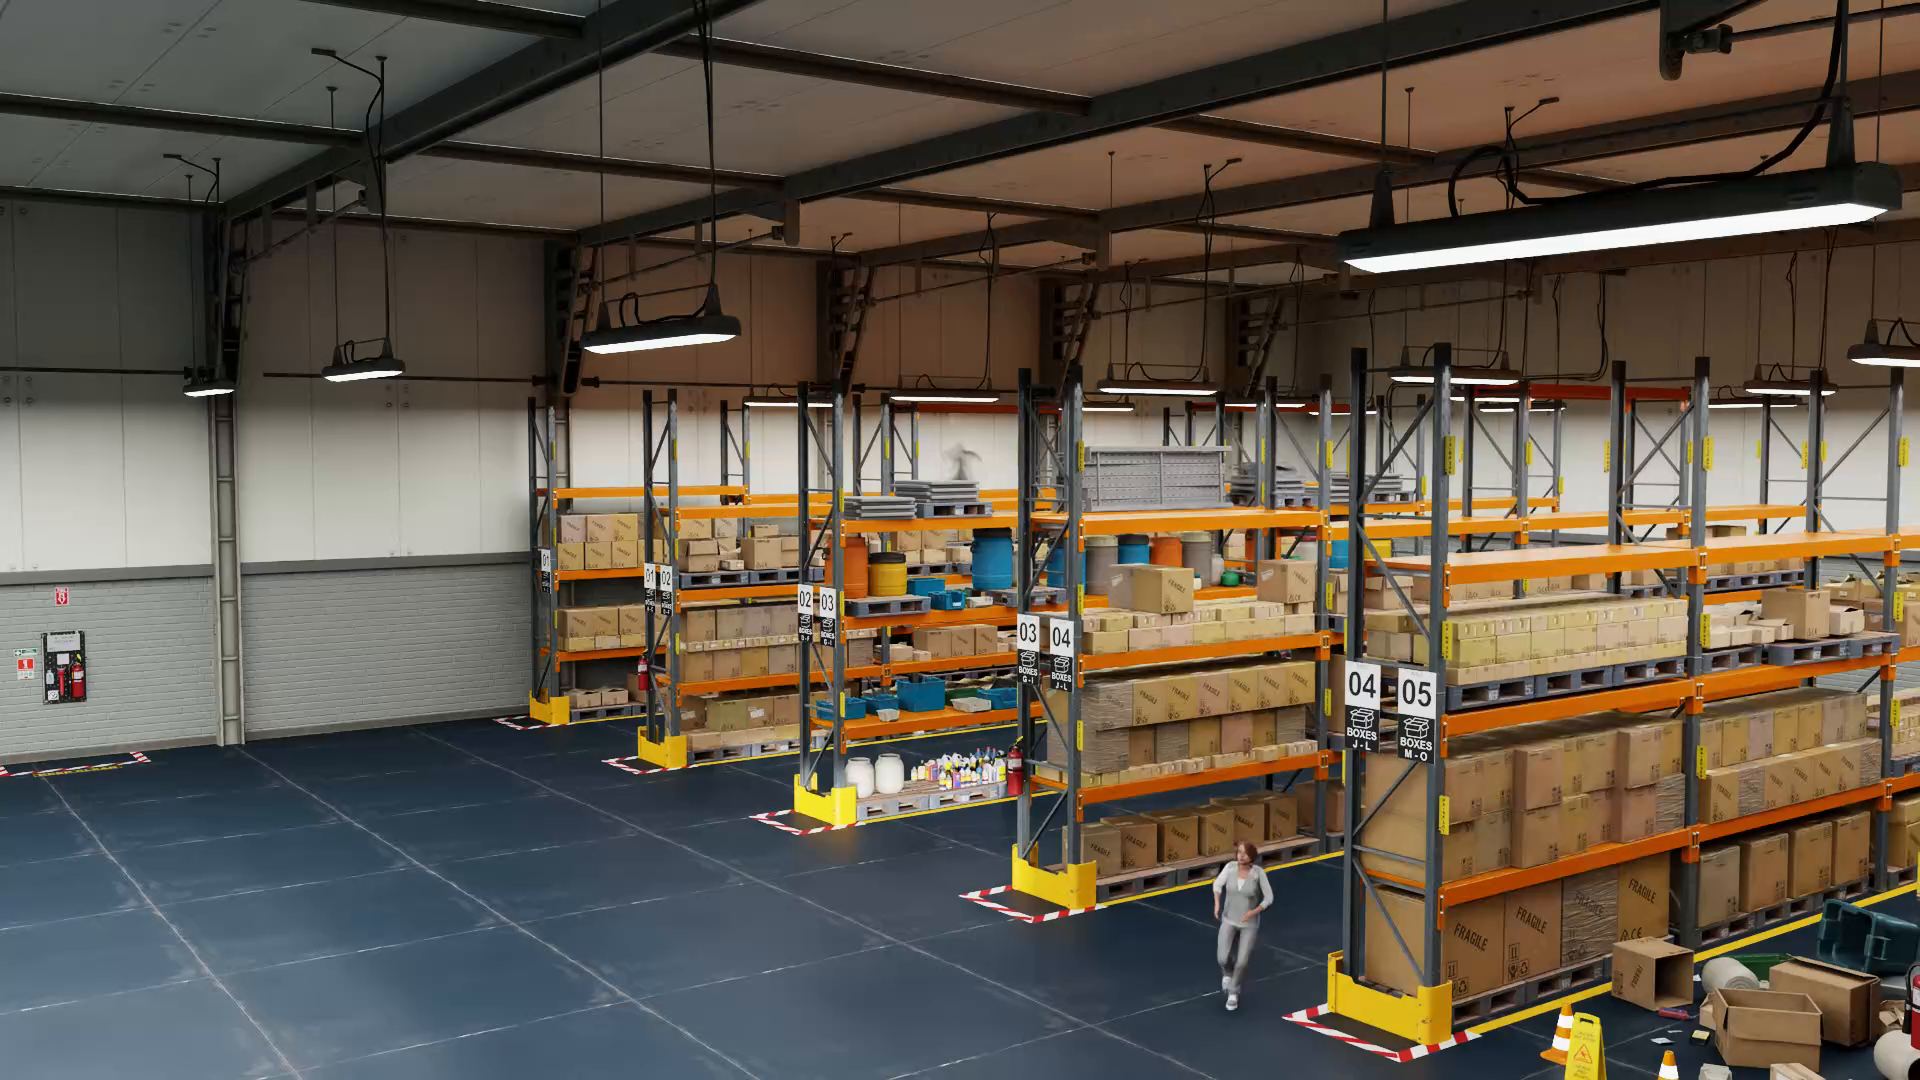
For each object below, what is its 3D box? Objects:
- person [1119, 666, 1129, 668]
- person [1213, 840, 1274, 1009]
[{"bbox_3d":[2.692,2.613,28.372,0.602,1.743,0.652,-2,4,-35],"label":"person"},{"bbox_3d":[2.565,3.496,15.149,0.570,1.556,0.487,1,4,22],"label":"person"}]
